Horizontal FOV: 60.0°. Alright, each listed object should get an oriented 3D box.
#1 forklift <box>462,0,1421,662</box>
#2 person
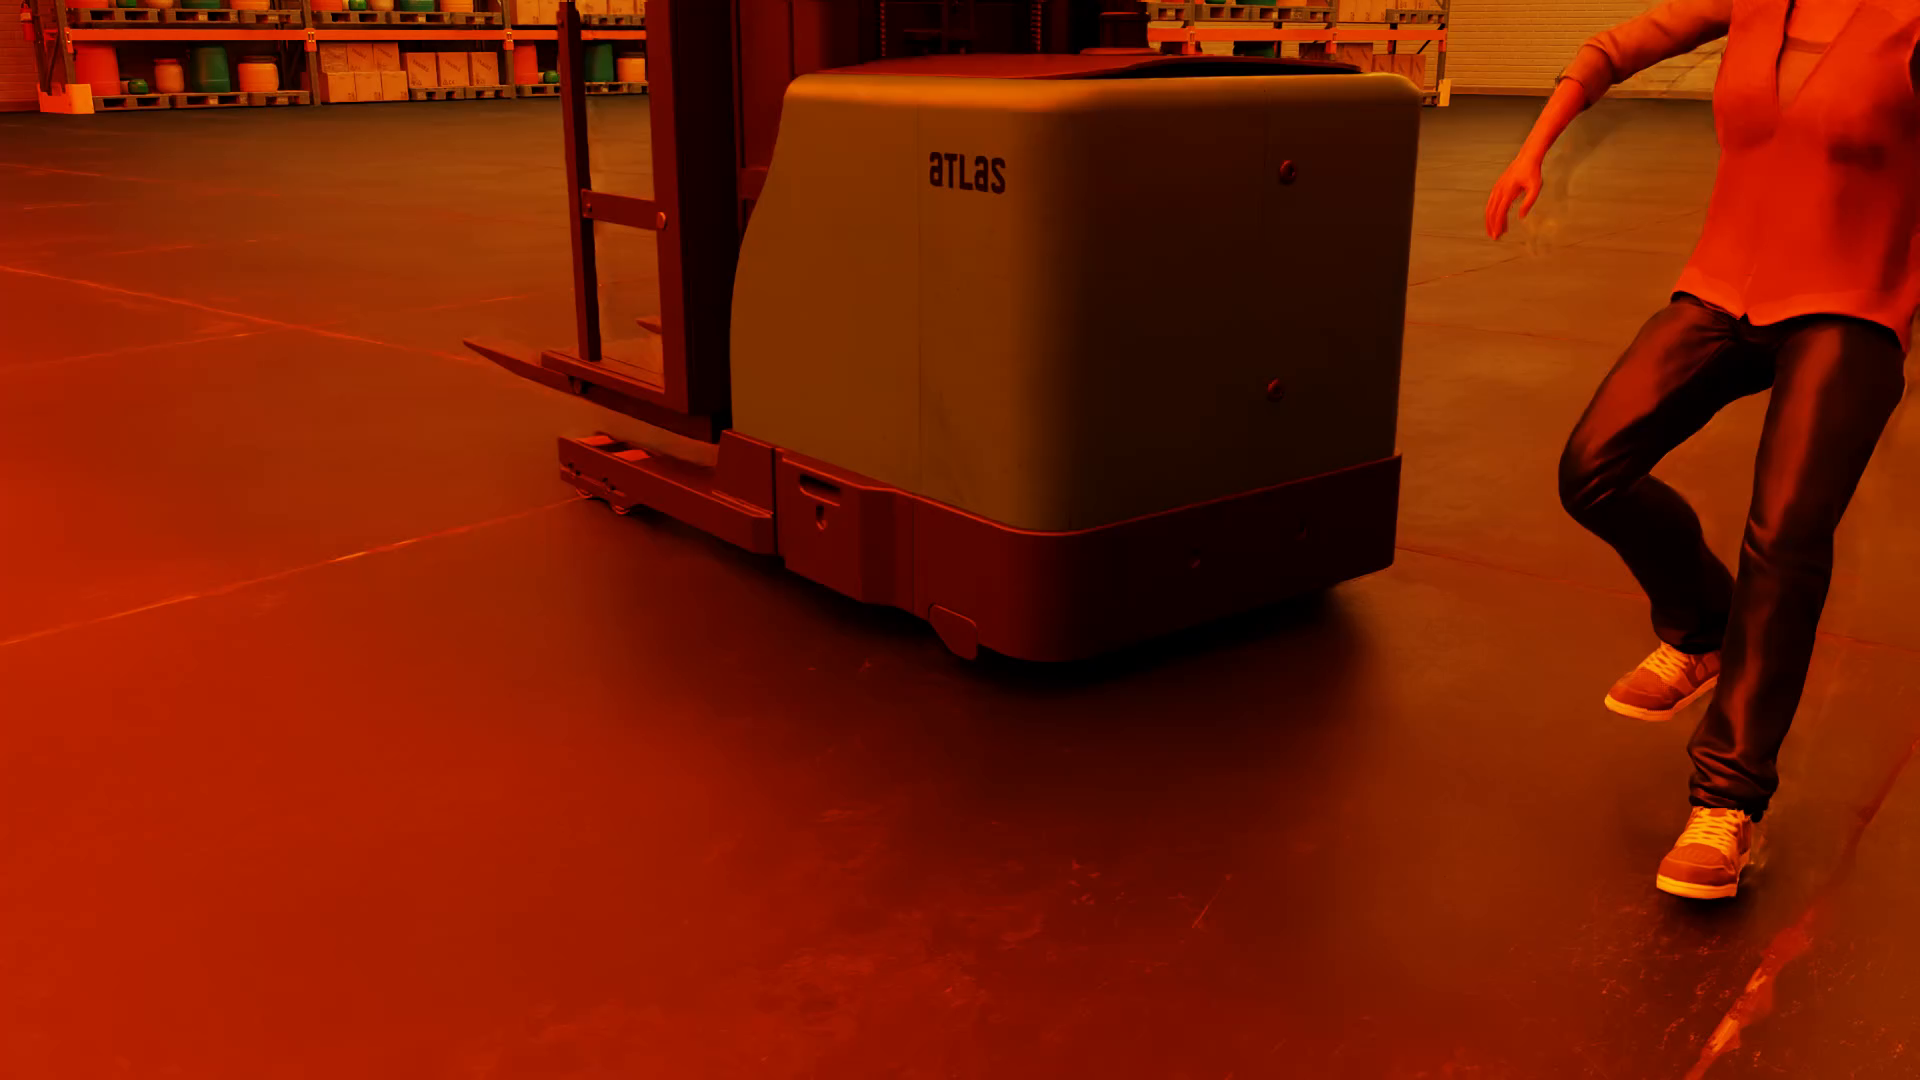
[{"bbox_3d":[-0.380,-1.541,3.973,1.130,2.935,3.031,-13,21,-36],"label":"forklift"},{"bbox_3d":[1.124,-0.308,2.389,0.727,1.473,0.891,-12,21,-35],"label":"person"}]
